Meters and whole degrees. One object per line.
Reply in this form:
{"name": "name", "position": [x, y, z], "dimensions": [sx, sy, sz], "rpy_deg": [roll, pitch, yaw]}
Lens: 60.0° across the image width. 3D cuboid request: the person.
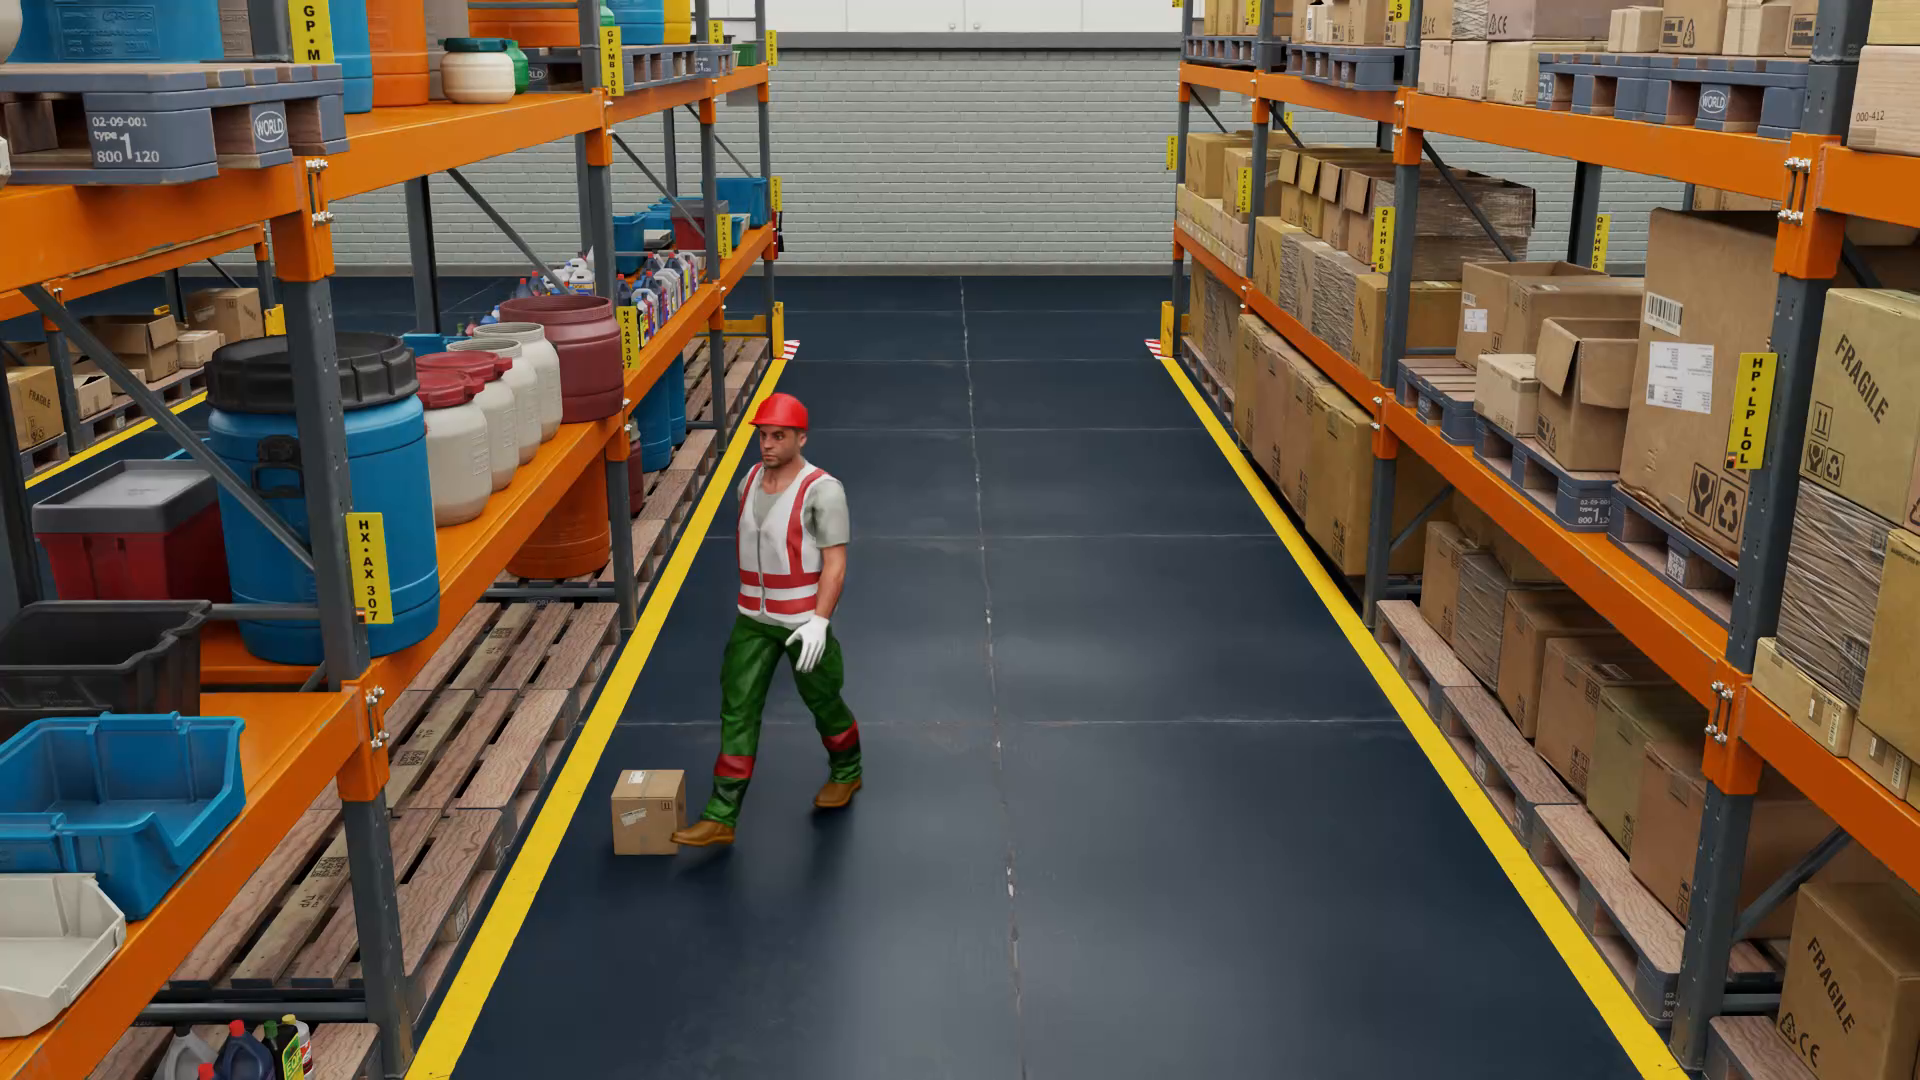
{"name": "person", "position": [-0.728, 0.322, 6.442], "dimensions": [0.575, 1.752, 0.943], "rpy_deg": [10, 20, 30]}
